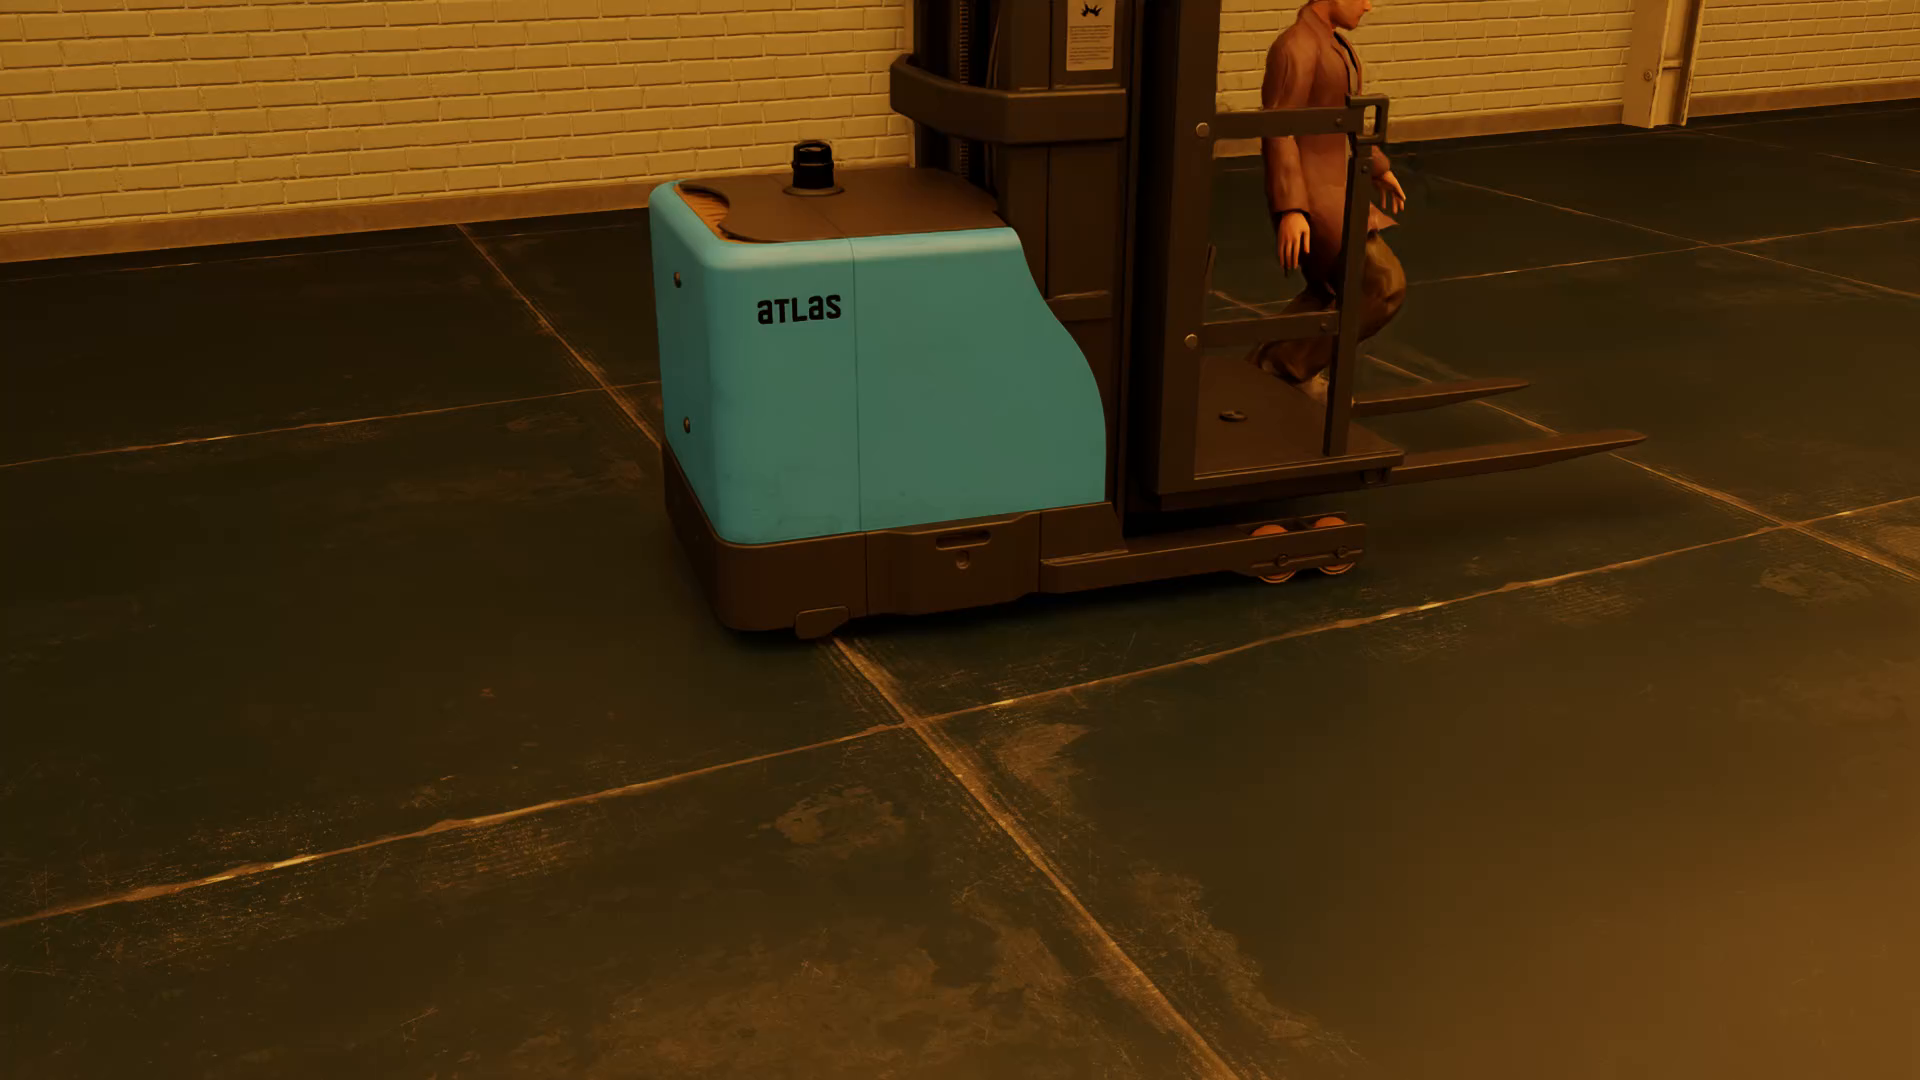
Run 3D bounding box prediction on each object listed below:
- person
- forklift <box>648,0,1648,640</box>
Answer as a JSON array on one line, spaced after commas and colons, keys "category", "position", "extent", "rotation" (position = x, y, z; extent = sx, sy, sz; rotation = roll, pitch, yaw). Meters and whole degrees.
[{"category": "person", "position": [1.257, -1.160, 5.754], "extent": [0.709, 1.681, 0.990], "rotation": [10, 24, 22]}, {"category": "forklift", "position": [0.662, -1.412, 4.686], "extent": [3.031, 2.935, 1.130], "rotation": [-7, 24, -17]}]
